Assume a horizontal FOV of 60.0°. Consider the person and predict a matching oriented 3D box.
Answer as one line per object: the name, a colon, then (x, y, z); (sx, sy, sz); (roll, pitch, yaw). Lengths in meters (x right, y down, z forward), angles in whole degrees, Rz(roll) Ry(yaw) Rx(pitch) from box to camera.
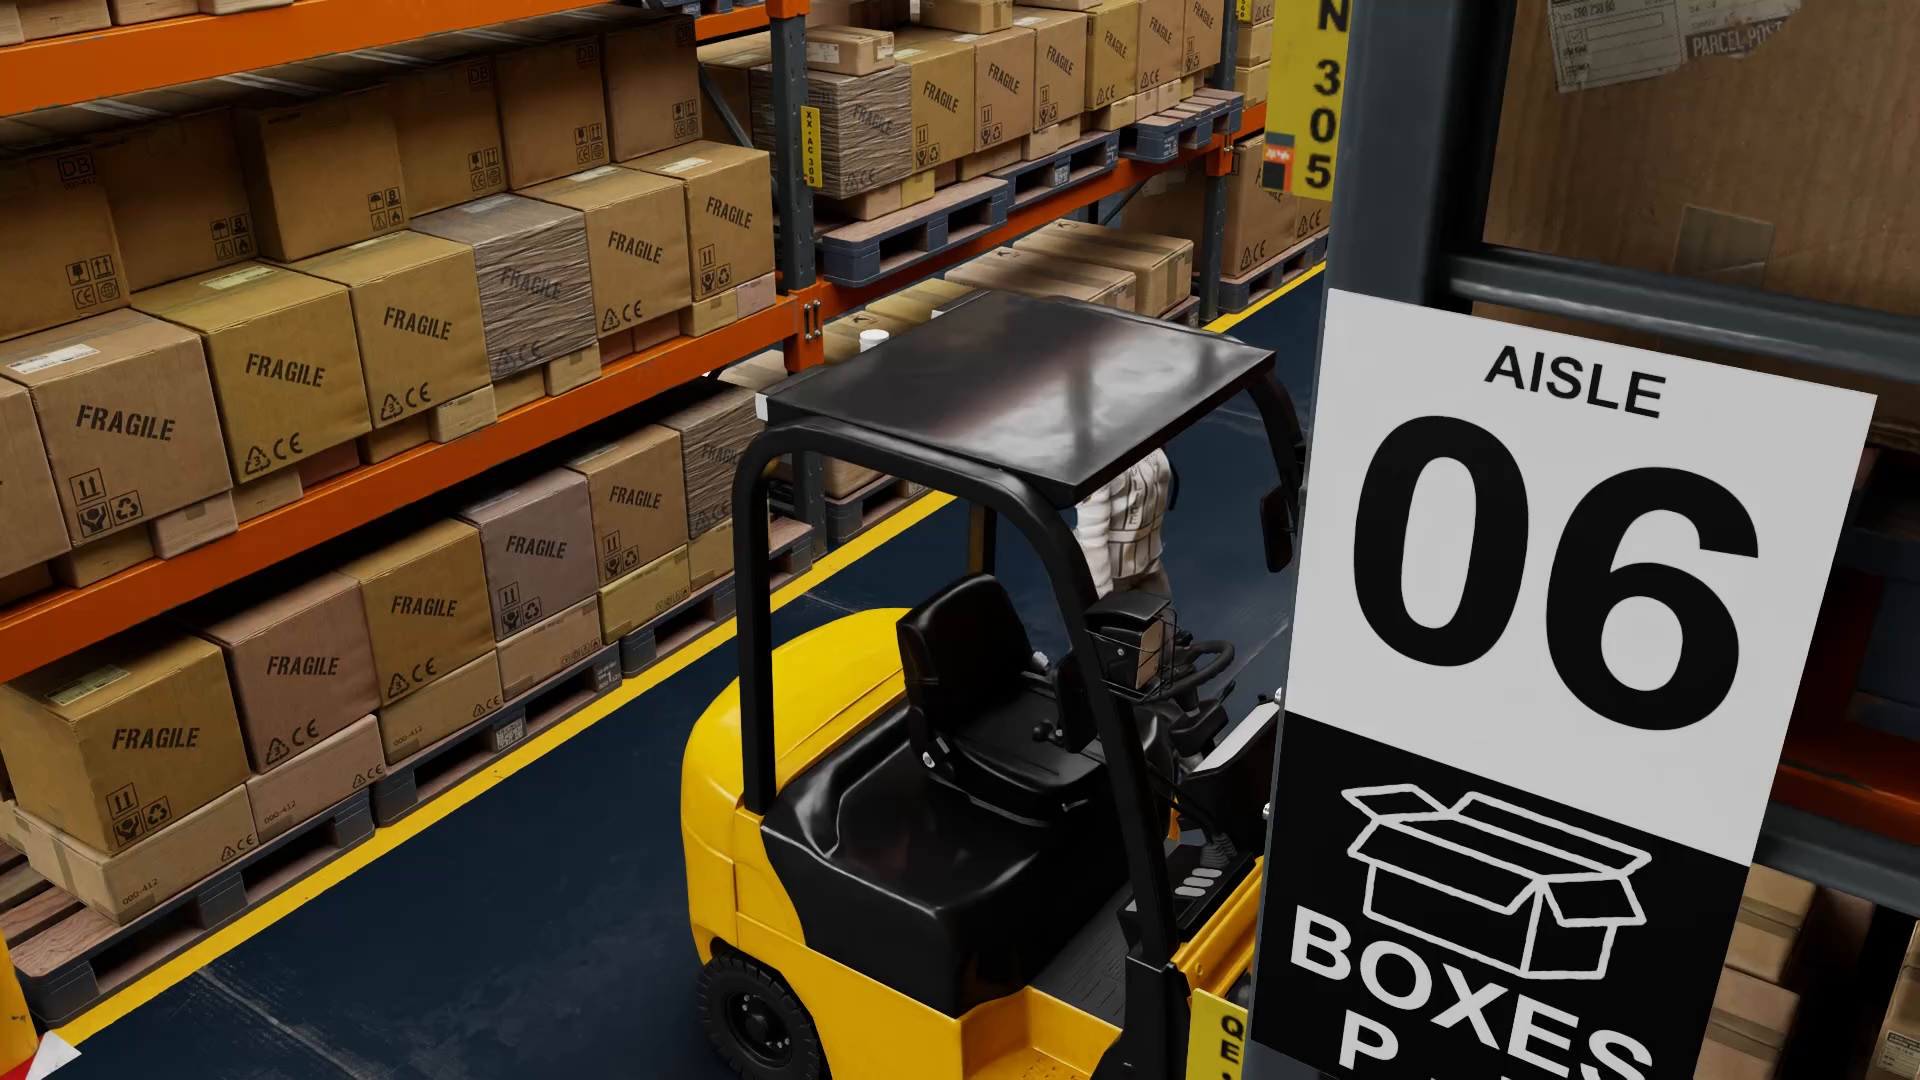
person: (0.650, 0.134, 5.836); (0.615, 1.713, 0.500); (15, 31, 27)
